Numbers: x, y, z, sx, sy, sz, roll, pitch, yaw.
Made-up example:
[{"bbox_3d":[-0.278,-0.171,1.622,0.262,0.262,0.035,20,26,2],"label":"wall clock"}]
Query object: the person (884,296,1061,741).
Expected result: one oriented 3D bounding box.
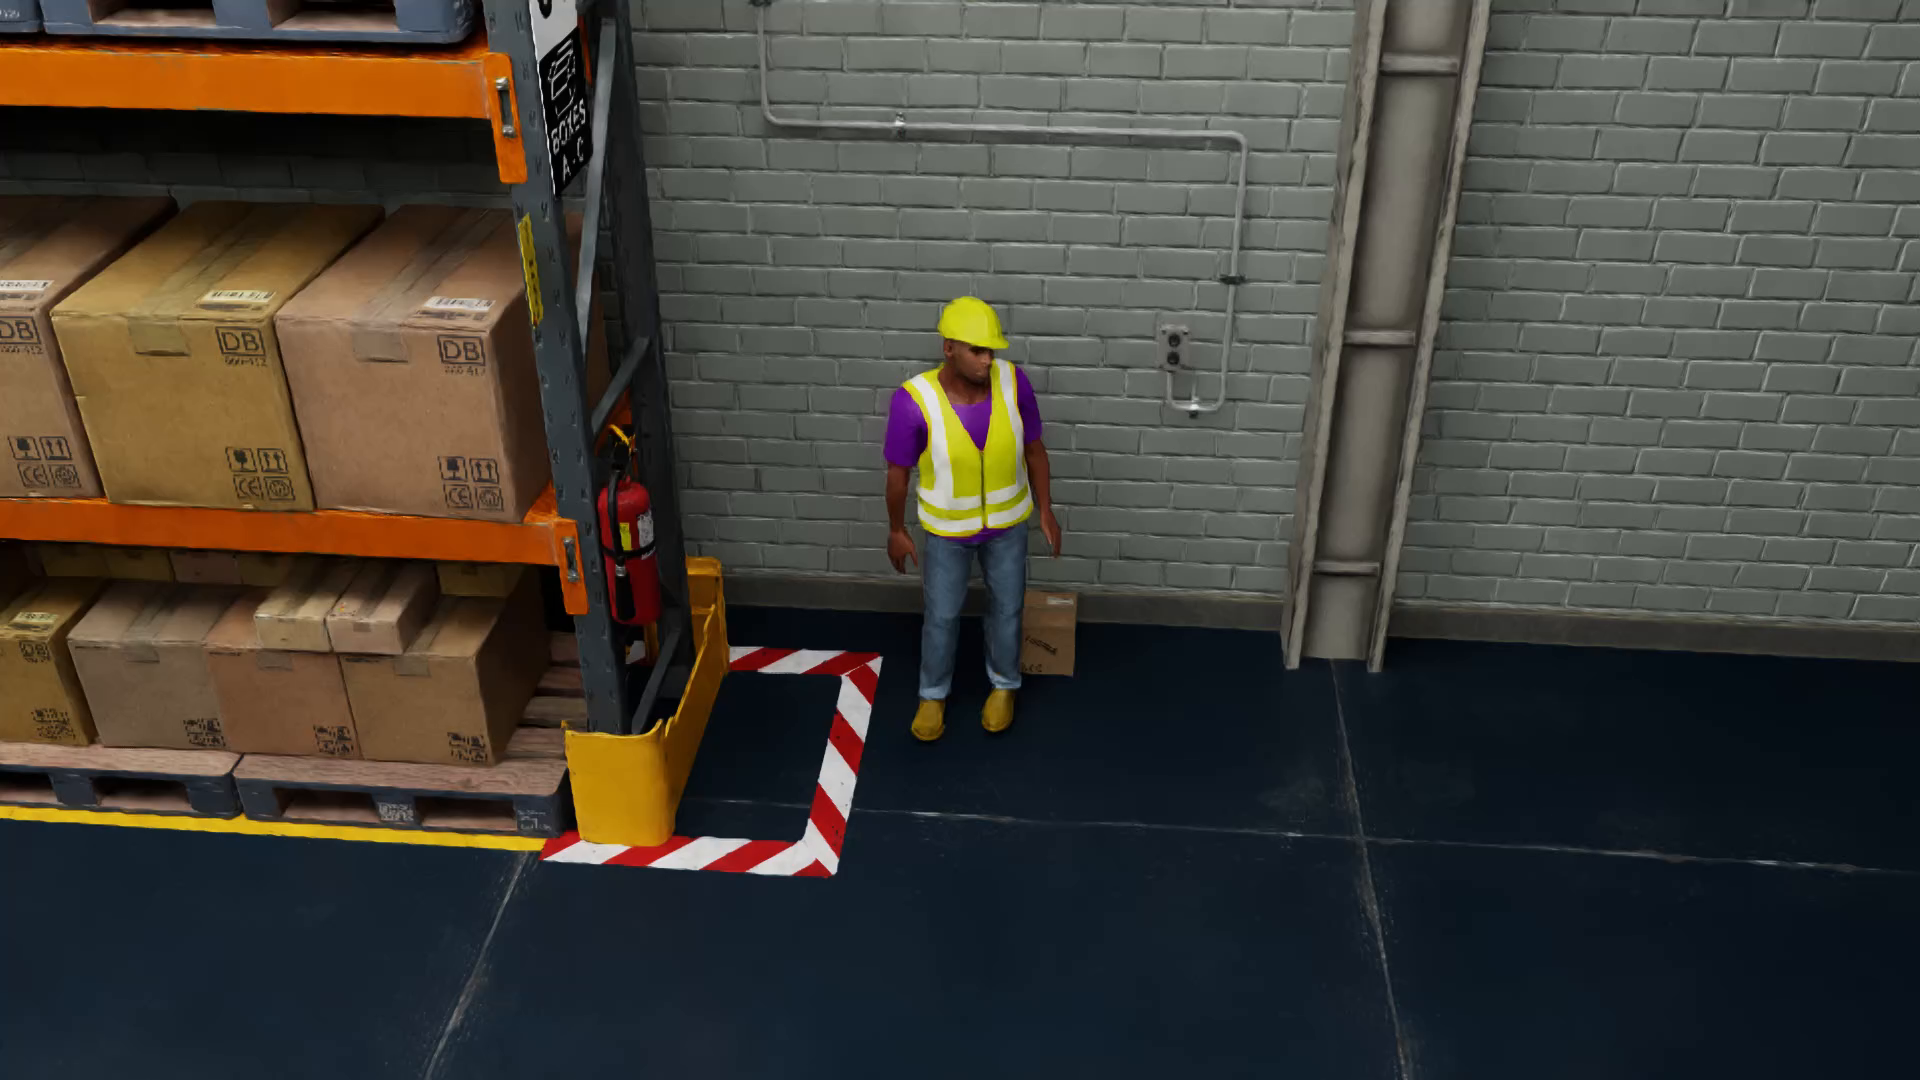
[{"bbox_3d":[0.047,-0.065,6.171,0.639,1.771,0.373,-8,33,-13],"label":"person"}]
